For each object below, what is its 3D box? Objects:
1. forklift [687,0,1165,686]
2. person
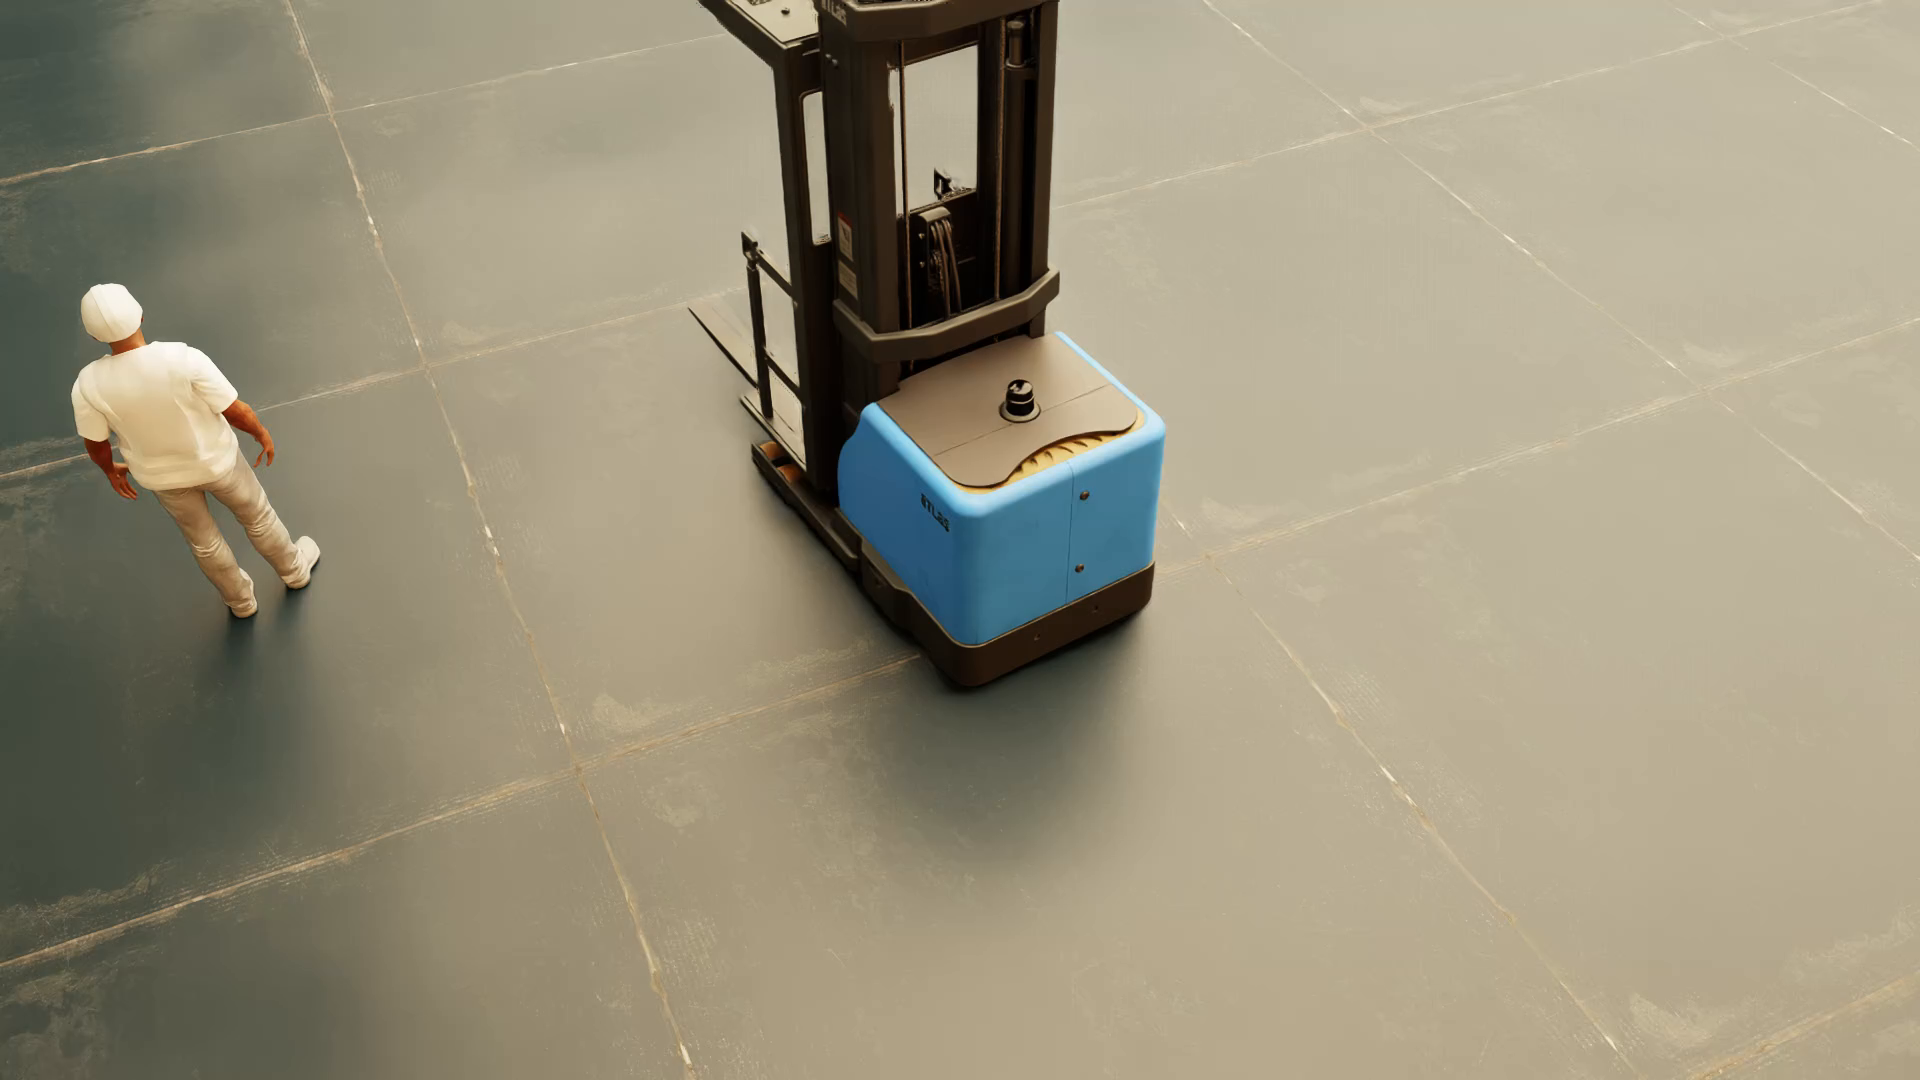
[{"bbox_3d":[-0.360,-1.433,7.216,1.130,2.935,3.031,-24,48,-23],"label":"forklift"},{"bbox_3d":[-3.221,-0.385,6.936,0.666,1.765,0.579,-12,44,-13],"label":"person"}]
